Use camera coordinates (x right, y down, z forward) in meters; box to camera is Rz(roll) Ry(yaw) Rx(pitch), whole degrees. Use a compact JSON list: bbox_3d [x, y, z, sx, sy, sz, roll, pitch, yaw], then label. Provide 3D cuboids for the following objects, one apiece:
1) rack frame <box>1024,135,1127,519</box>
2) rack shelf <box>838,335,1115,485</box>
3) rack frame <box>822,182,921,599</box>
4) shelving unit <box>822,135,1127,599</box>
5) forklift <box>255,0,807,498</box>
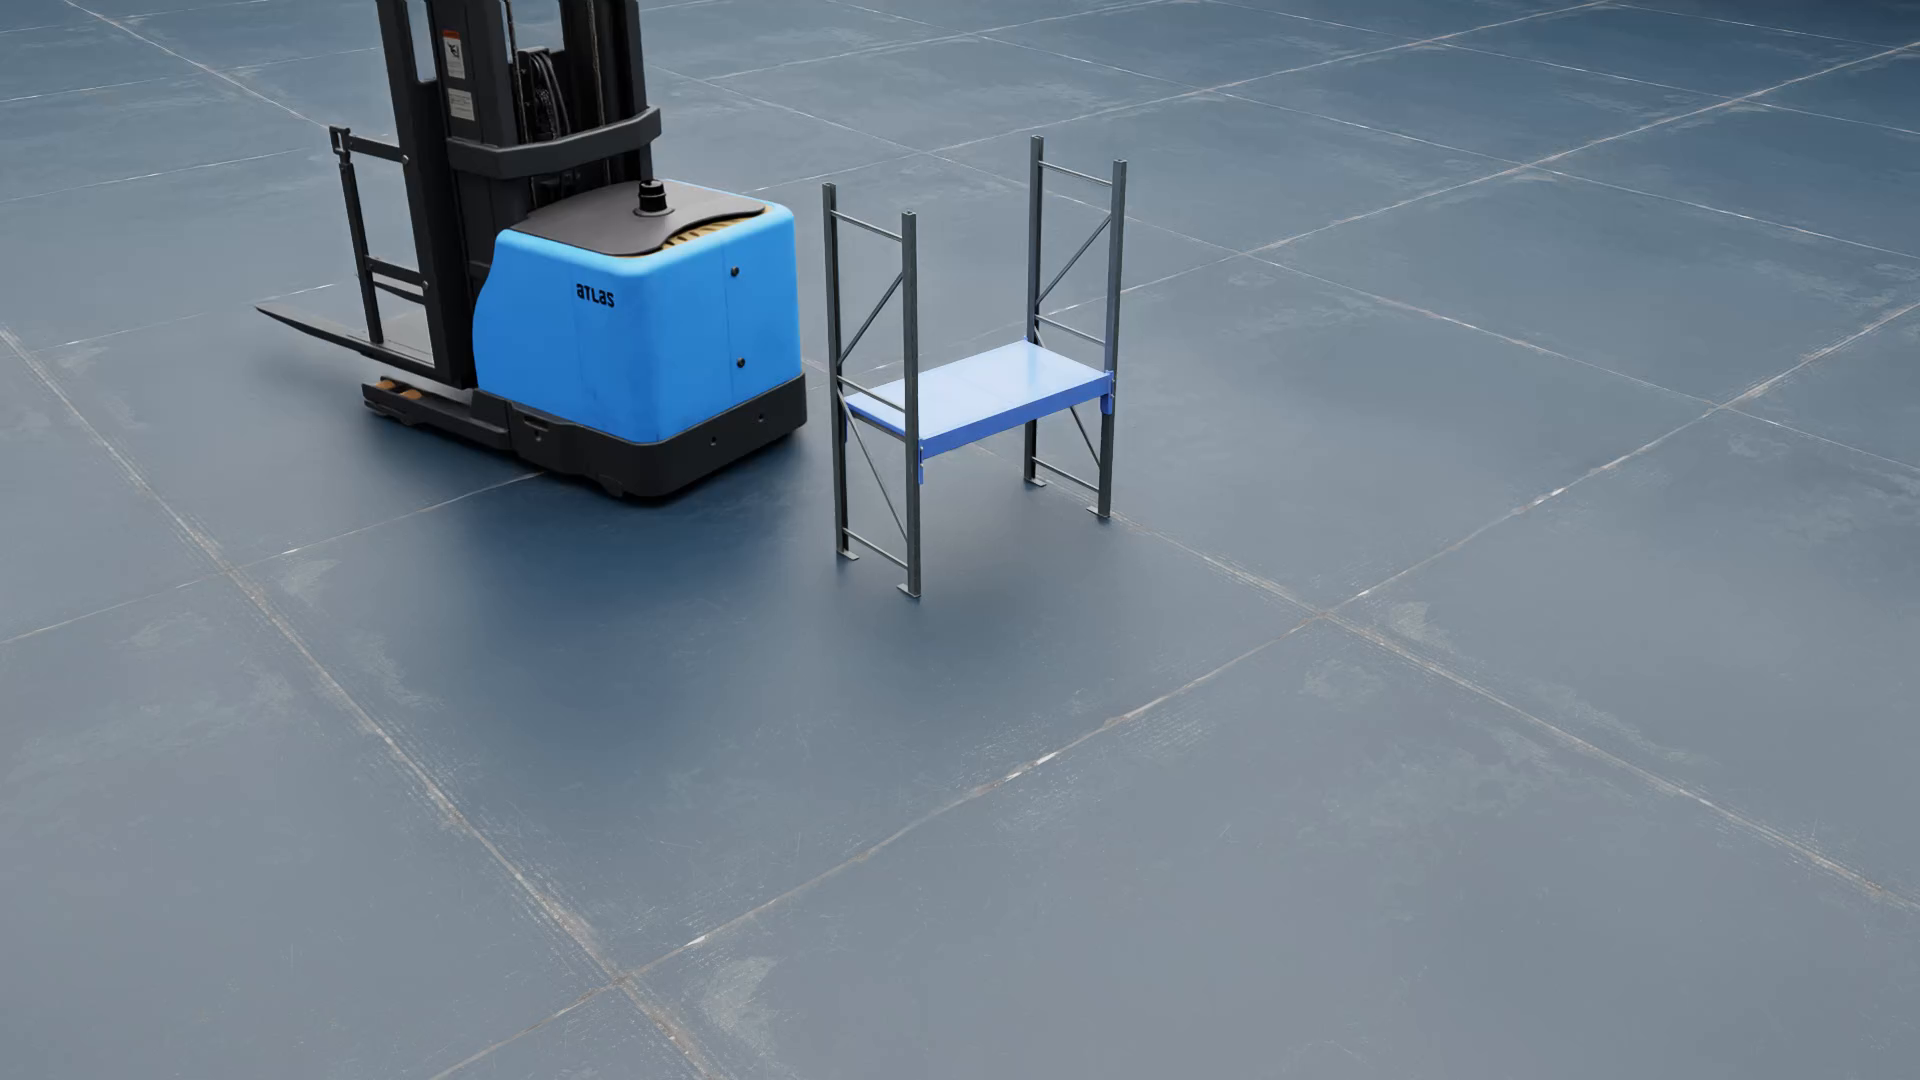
[{"bbox_3d":[0.452,-0.843,6.736,0.032,1.500,0.500,-22,35,-35],"label":"rack frame"},{"bbox_3d":[0.065,-0.529,6.530,1.000,0.185,0.538,-22,35,-35],"label":"rack shelf"},{"bbox_3d":[-0.322,-0.532,6.154,0.032,1.500,0.500,-22,35,-35],"label":"rack frame"},{"bbox_3d":[0.065,-0.688,6.445,1.048,1.500,0.538,-22,35,-35],"label":"shelving unit"},{"bbox_3d":[-2.193,-2.006,7.394,3.031,2.935,1.130,19,33,31],"label":"forklift"}]
